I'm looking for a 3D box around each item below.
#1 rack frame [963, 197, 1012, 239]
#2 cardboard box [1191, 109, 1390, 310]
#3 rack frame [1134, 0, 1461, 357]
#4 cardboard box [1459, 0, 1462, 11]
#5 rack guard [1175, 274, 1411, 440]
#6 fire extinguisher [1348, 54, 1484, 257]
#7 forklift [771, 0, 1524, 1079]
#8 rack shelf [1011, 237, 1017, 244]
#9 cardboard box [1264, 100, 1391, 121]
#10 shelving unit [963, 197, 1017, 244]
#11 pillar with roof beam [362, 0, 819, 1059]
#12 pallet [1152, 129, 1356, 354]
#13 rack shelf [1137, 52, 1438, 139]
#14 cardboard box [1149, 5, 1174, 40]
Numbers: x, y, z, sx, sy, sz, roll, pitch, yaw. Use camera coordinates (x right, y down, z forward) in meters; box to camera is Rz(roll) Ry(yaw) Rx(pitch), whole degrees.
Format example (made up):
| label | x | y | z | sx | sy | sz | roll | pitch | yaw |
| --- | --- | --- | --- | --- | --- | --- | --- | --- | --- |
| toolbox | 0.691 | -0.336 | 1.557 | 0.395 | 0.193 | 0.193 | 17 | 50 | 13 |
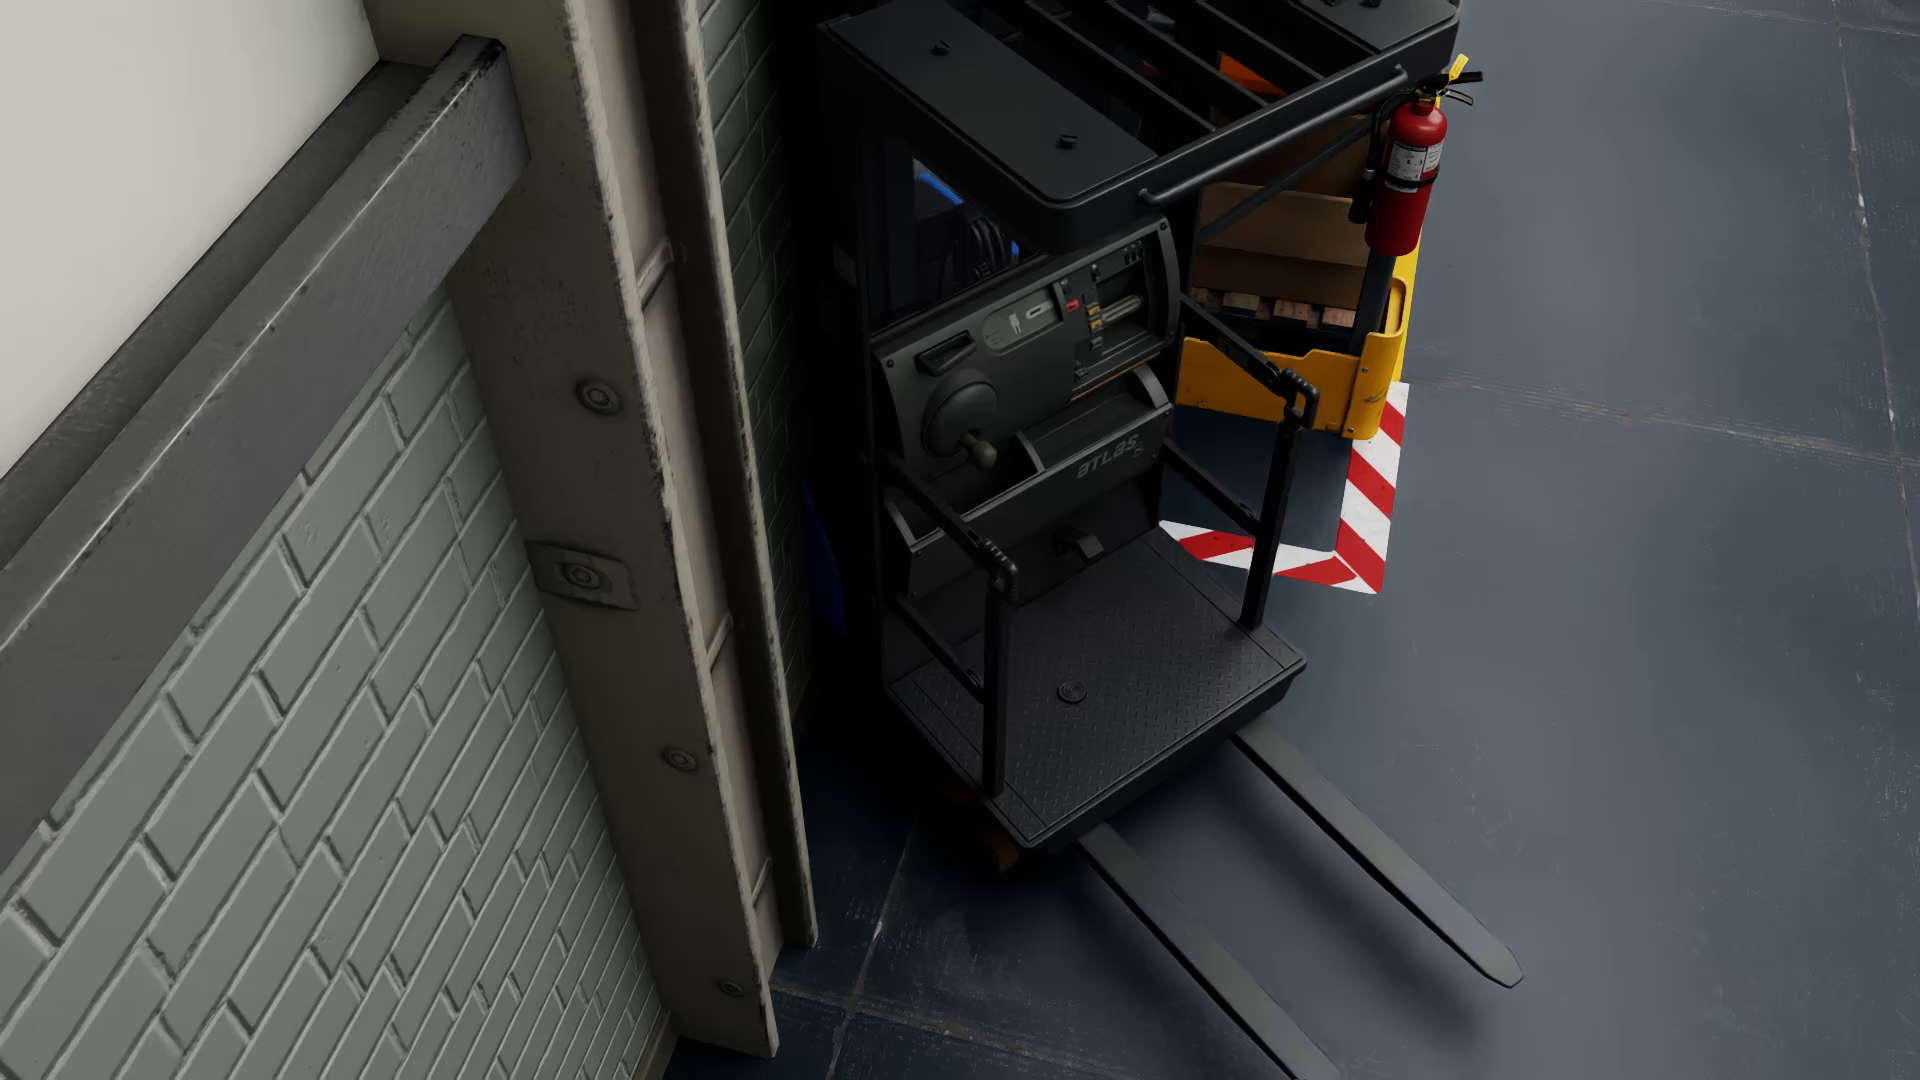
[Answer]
| label | x | y | z | sx | sy | sz | roll | pitch | yaw |
| --- | --- | --- | --- | --- | --- | --- | --- | --- | --- |
| rack frame | 0.105 | -0.789 | 5.745 | 0.200 | 1.050 | 0.008 | 11 | 50 | 9 |
| cardboard box | 1.228 | -1.267 | 6.252 | 0.797 | 0.503 | 0.637 | 10 | 49 | 9 |
| rack frame | 0.976 | -1.530 | 5.100 | 1.000 | 3.000 | 0.127 | 12 | 50 | 10 |
| cardboard box | 1.355 | -1.854 | 5.287 | 0.500 | 0.250 | 0.500 | 12 | 50 | 10 |
| rack guard | 0.996 | -0.758 | 6.086 | 1.175 | 0.500 | 0.348 | 12 | 50 | 10 |
| fire extinguisher | 1.383 | -1.184 | 5.094 | 0.296 | 0.674 | 0.183 | 12 | 50 | 10 |
| forklift | 0.327 | -0.417 | 4.163 | 1.130 | 2.935 | 3.031 | -29 | 55 | -23 |
| rack shelf | 0.137 | -1.058 | 5.618 | 0.215 | 0.259 | 0.240 | 11 | 50 | 9 |
| cardboard box | 1.491 | -1.877 | 6.793 | 0.700 | 0.500 | 0.500 | 13 | 50 | 12 |
| shelving unit | 0.135 | -0.878 | 5.823 | 0.215 | 1.050 | 0.252 | 11 | 50 | 9 |
| pillar with roof beam | 3.550 | -0.894 | 0.537 | 9.100 | 9.000 | 0.400 | 12 | 50 | 10 |
| pallet | 1.205 | -1.239 | 6.703 | 1.003 | 0.211 | 1.213 | 12 | 50 | 10 |
| rack shelf | 1.502 | -2.739 | 6.647 | 1.077 | 0.370 | 4.000 | 12 | 50 | 10 |
| cardboard box | 0.804 | -1.740 | 5.453 | 0.380 | 0.149 | 0.250 | 11 | 50 | 10 |
